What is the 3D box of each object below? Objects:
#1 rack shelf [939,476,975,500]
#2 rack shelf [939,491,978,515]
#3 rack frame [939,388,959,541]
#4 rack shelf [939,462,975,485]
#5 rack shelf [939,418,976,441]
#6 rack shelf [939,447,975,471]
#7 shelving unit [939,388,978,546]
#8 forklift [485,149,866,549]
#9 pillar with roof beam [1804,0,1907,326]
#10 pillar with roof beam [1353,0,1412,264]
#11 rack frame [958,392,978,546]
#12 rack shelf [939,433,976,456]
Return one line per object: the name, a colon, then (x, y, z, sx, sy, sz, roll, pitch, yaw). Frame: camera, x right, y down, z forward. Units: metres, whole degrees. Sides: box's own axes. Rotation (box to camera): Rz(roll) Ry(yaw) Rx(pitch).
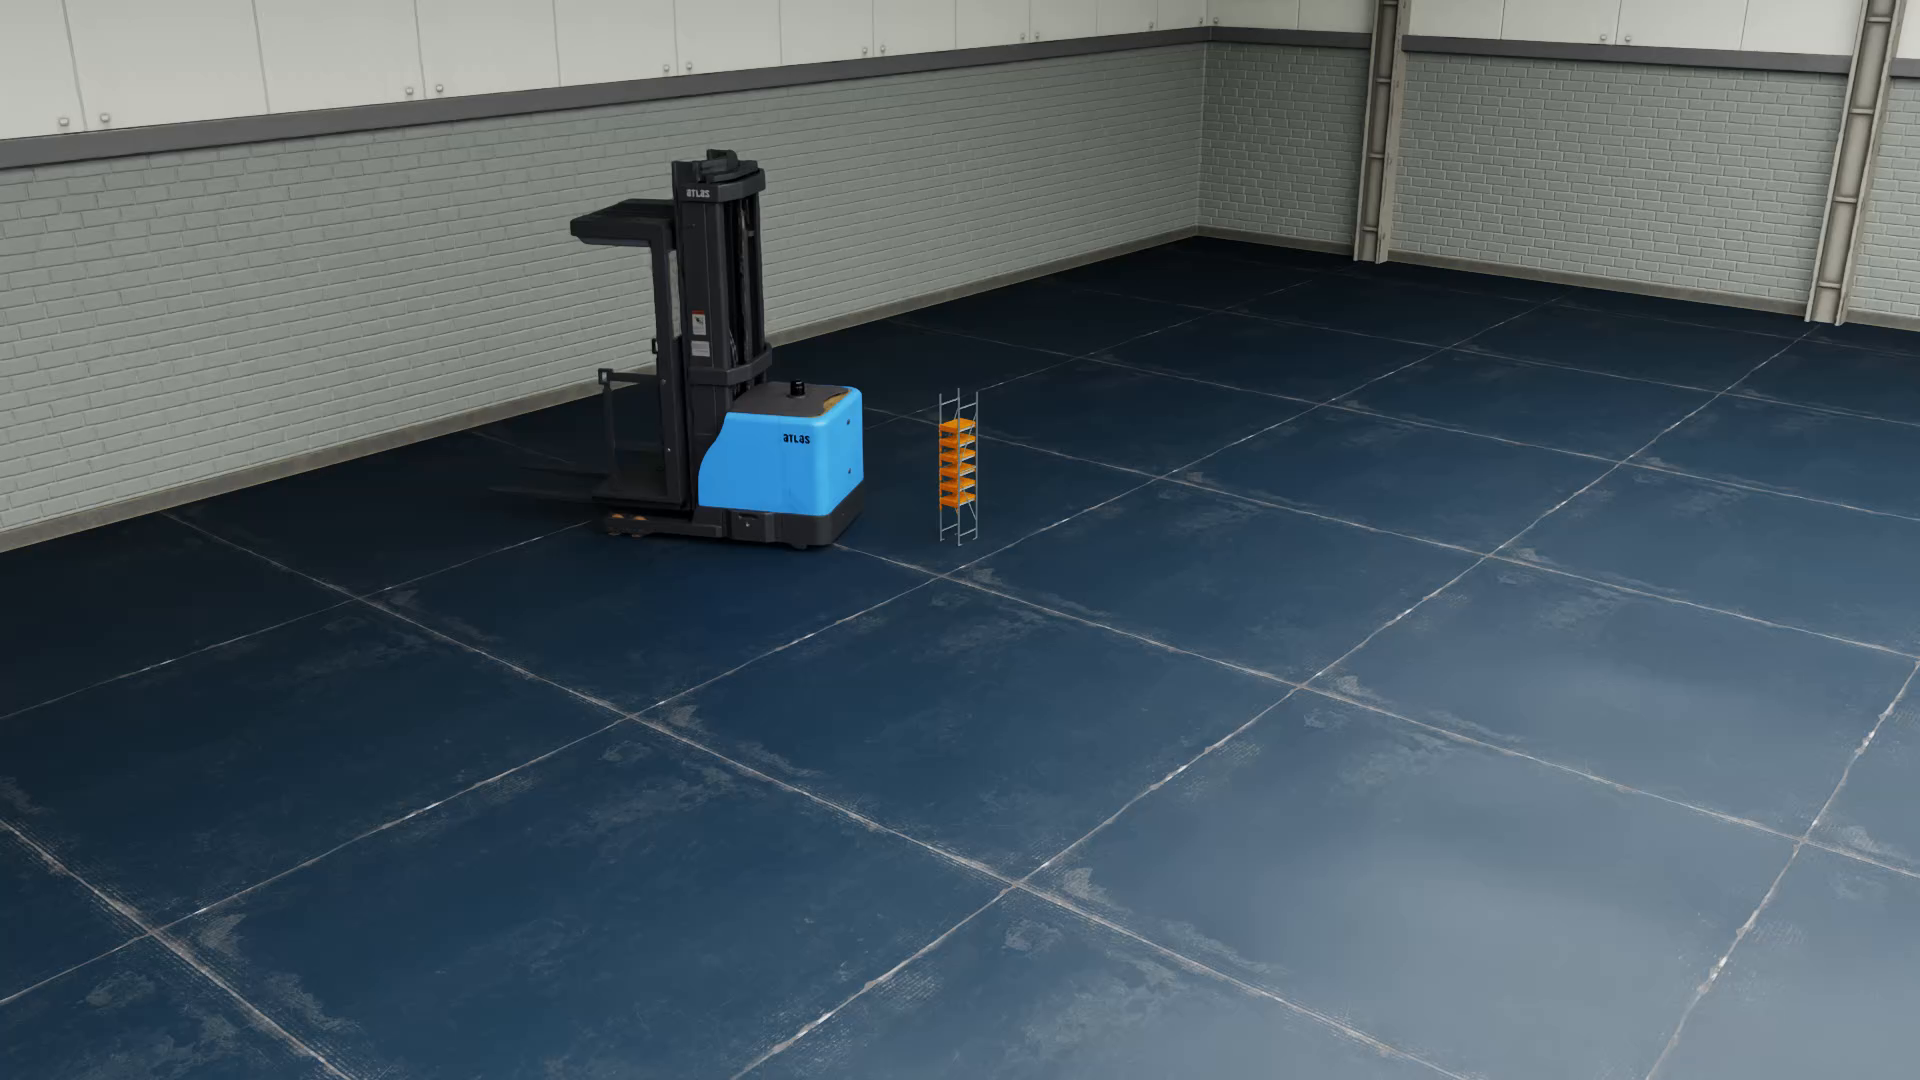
rack shelf: (-0.011, -0.411, 13.023, 0.180, 0.103, 0.258, 16, 26, 36)
rack shelf: (-0.011, -0.298, 13.065, 0.180, 0.103, 0.258, 16, 26, 36)
rack frame: (-0.082, -0.585, 13.019, 0.006, 1.200, 0.240, 16, 26, 36)
rack shelf: (-0.011, -0.523, 12.981, 0.180, 0.103, 0.258, 16, 26, 36)
rack shelf: (-0.011, -0.860, 12.854, 0.180, 0.103, 0.258, 16, 26, 36)
rack shelf: (-0.011, -0.635, 12.938, 0.180, 0.103, 0.258, 16, 26, 36)
shelving unit: (-0.011, -0.565, 12.965, 0.189, 1.200, 0.258, 16, 26, 36)
forklift: (-2.352, -1.564, 13.161, 3.031, 2.935, 1.130, 5, 21, 13)
pillar with roof beam: (7.798, -5.696, 15.518, 0.400, 9.000, 9.100, 16, 26, 36)
pillar with roof beam: (3.149, -7.034, 19.068, 0.400, 9.000, 9.100, 16, 26, 36)
rack frame: (0.060, -0.544, 12.911, 0.006, 1.200, 0.240, 16, 26, 36)
rack shelf: (-0.011, -0.748, 12.896, 0.180, 0.103, 0.258, 16, 26, 36)
